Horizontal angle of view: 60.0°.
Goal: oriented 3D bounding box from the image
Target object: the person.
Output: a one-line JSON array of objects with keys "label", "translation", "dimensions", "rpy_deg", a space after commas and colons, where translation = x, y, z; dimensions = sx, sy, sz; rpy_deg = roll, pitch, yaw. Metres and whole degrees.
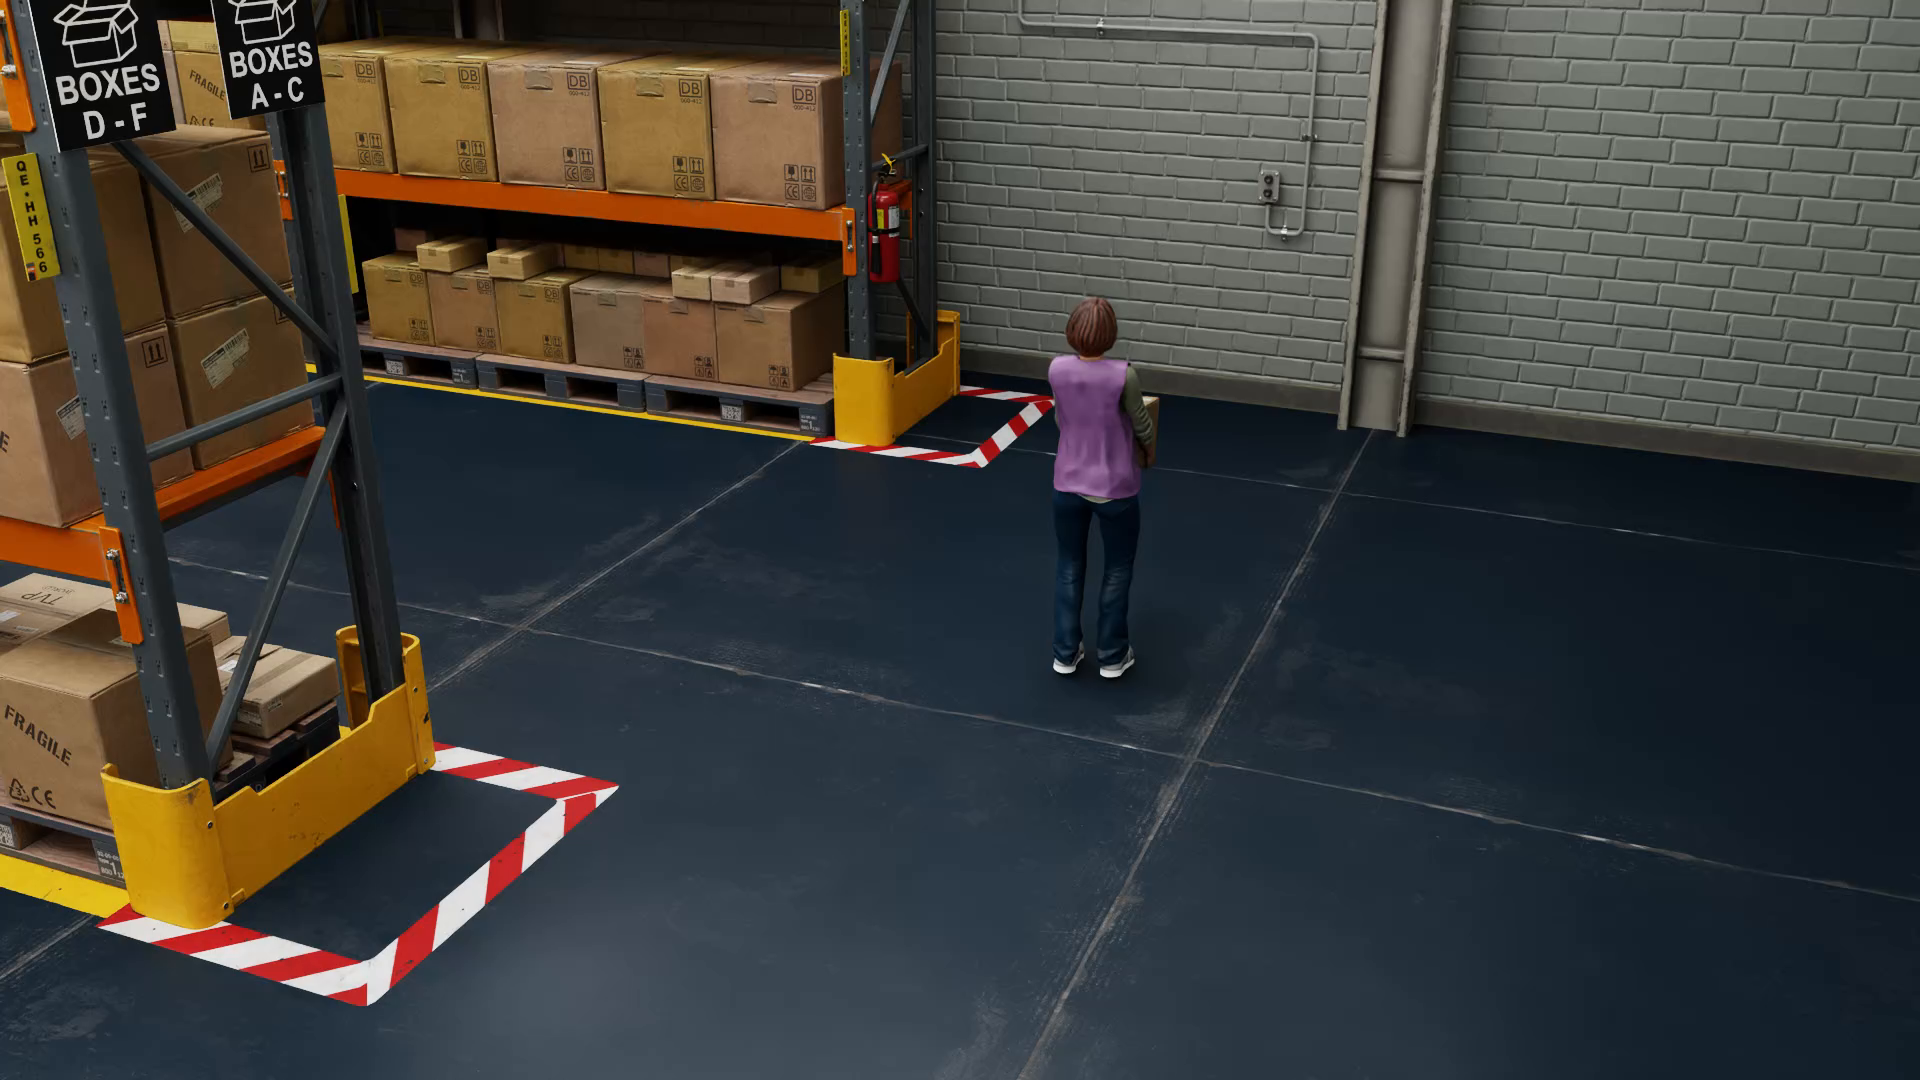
[{"label": "person", "translation": [0.524, -0.199, 6.584], "dimensions": [0.485, 1.593, 0.343], "rpy_deg": [7, 24, 17]}]
